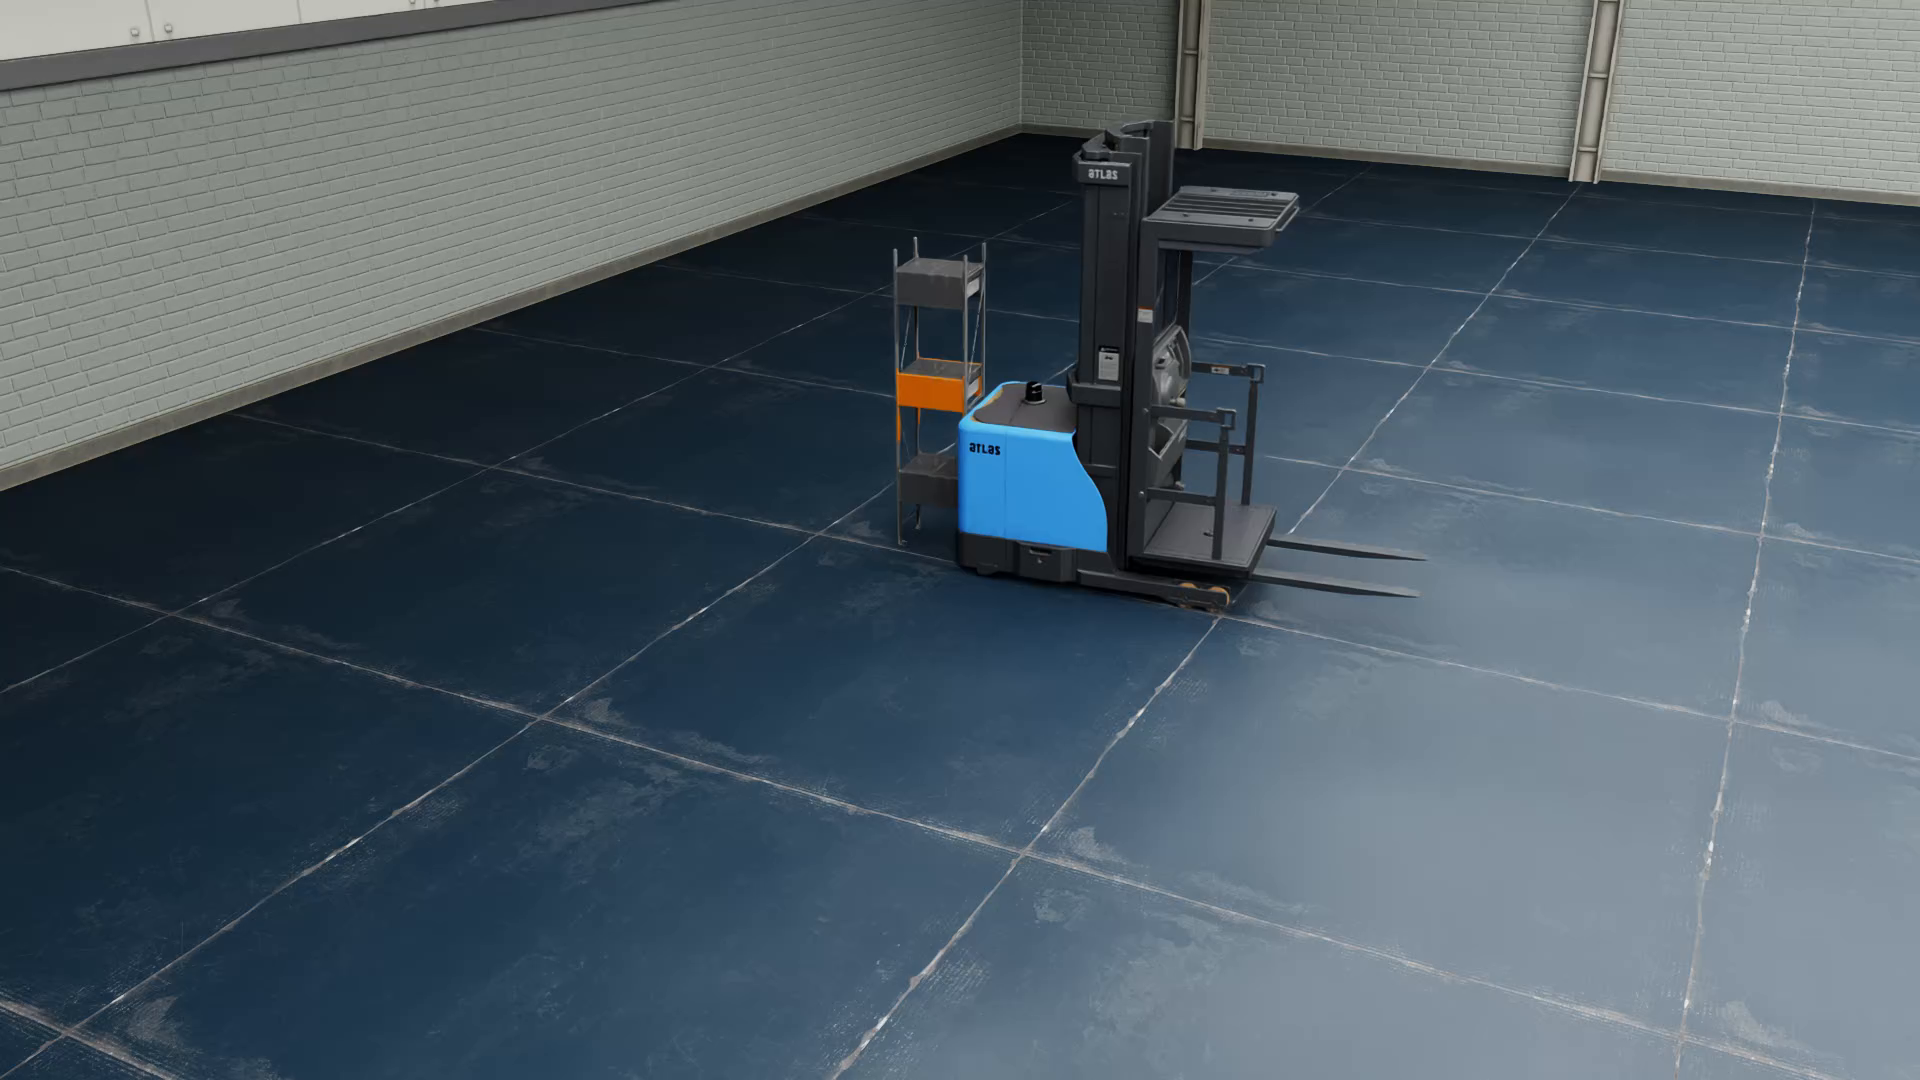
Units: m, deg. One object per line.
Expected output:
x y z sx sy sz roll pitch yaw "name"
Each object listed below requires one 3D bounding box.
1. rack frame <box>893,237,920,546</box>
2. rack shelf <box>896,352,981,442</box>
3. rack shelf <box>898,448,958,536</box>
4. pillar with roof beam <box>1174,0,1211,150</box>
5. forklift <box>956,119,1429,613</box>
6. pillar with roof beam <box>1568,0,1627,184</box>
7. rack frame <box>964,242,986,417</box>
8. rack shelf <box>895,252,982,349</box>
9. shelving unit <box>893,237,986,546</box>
-0.362 -0.998 11.414 0.015 2.100 0.400 8 24 18 "rack frame"
-0.133 -0.954 11.344 0.480 0.518 0.431 8 24 18 "rack shelf"
-0.133 -0.309 11.618 0.480 0.518 0.431 8 24 18 "rack shelf"
1.671 -8.862 21.089 0.400 9.000 9.100 11 25 25 "pillar with roof beam"
1.544 -1.114 10.625 3.031 2.935 1.130 8 24 18 "forklift"
7.025 -7.802 18.597 0.400 9.000 9.100 11 25 25 "pillar with roof beam"
0.097 -0.934 11.263 0.015 2.100 0.400 8 24 18 "rack frame"
-0.133 -1.598 11.070 0.480 0.518 0.431 8 24 18 "rack shelf"
-0.133 -0.966 11.339 0.503 2.100 0.431 8 24 18 "shelving unit"
